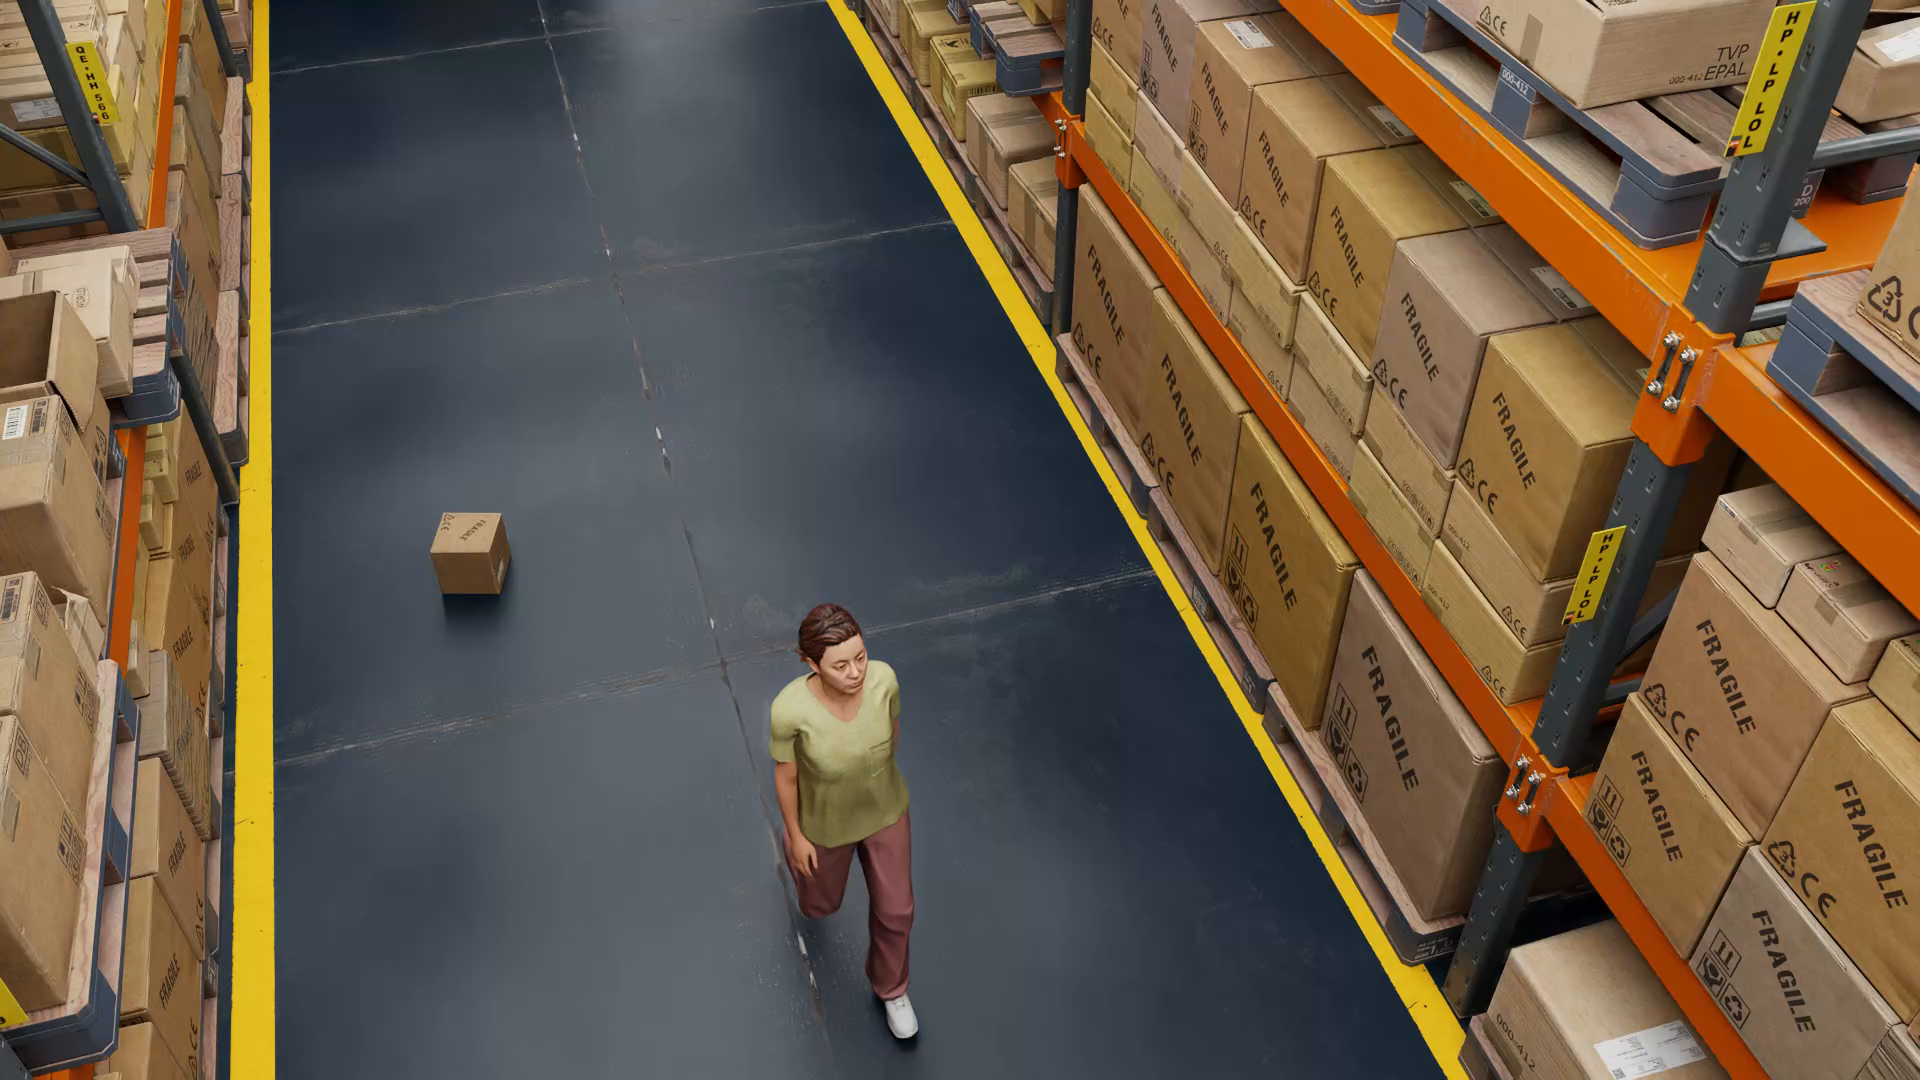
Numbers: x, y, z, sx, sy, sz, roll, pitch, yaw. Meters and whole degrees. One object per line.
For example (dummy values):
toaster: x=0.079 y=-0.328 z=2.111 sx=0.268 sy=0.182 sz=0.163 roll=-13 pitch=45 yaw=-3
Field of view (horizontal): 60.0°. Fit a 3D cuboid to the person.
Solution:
person: x=-0.368 y=0.824 z=5.244 sx=0.438 sy=1.642 sz=0.821 roll=-15 pitch=44 yaw=-15
